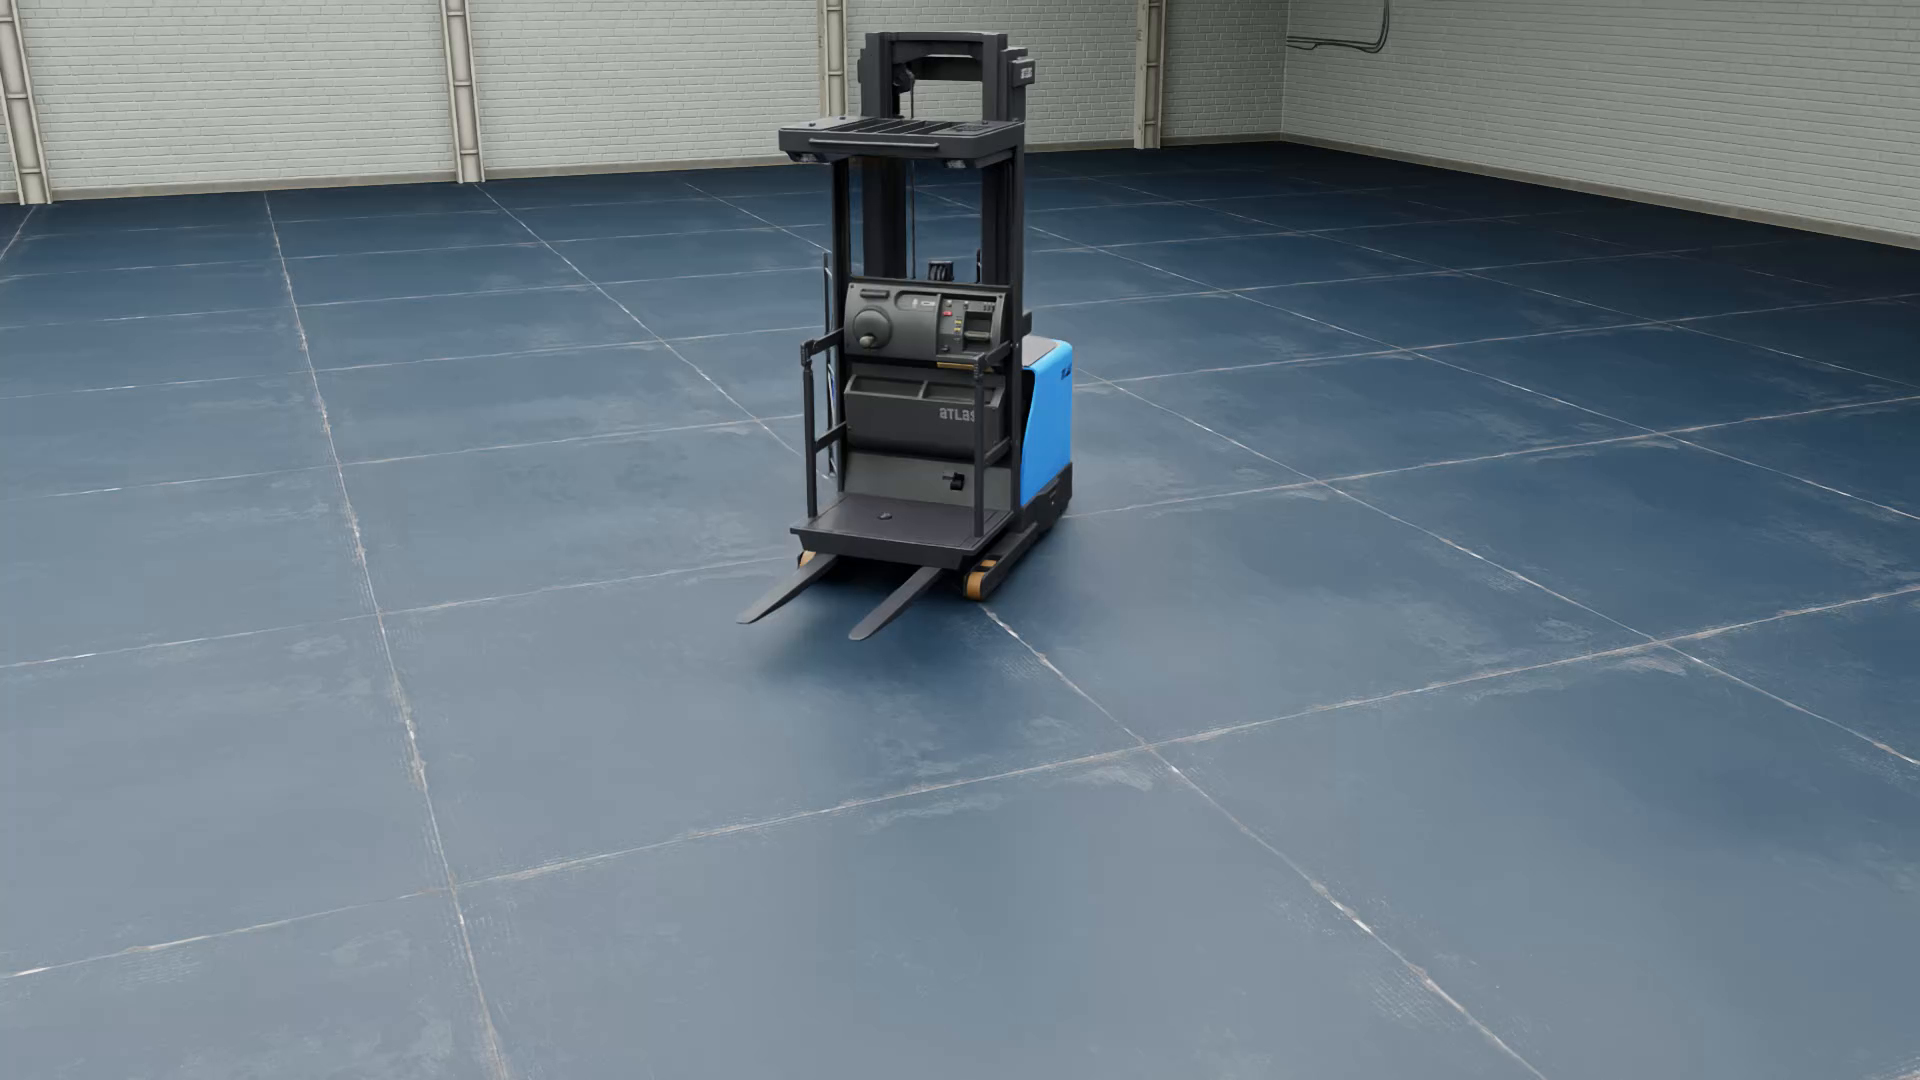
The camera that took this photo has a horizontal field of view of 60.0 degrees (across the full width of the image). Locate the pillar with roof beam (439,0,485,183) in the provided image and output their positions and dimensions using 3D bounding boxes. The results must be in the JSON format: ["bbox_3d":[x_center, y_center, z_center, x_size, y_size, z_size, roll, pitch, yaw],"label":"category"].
[{"bbox_3d":[-5.906,-8.514,20.654,0.400,9.000,9.100,-8,21,-22],"label":"pillar with roof beam"}]

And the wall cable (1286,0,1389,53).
[{"bbox_3d":[6.636,-9.926,29.337,0.112,2.526,3.097,-8,21,-22],"label":"wall cable"}]

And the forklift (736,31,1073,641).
[{"bbox_3d":[-0.271,-1.201,9.021,1.130,2.935,3.031,7,21,19],"label":"forklift"}]

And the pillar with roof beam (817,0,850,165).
[{"bbox_3d":[-0.397,-9.304,22.896,0.400,9.000,9.100,-8,21,-22],"label":"pillar with roof beam"}]

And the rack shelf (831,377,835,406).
[{"bbox_3d":[-0.332,-0.949,11.001,1.000,0.185,0.538,-4,20,-11],"label":"rack shelf"}]

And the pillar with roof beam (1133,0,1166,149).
[{"bbox_3d":[5.112,-10.093,25.138,0.400,9.000,9.100,-8,21,-22],"label":"pillar with roof beam"}]

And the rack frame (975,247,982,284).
[{"bbox_3d":[0.166,-1.153,11.037,0.032,1.500,0.500,-4,20,-11],"label":"rack frame"}]

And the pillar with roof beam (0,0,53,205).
[{"bbox_3d":[-11.416,-7.725,18.413,0.400,9.000,9.100,-8,21,-22],"label":"pillar with roof beam"}]

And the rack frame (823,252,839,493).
[{"bbox_3d":[-0.830,-1.085,10.846,0.032,1.500,0.500,-4,20,-11],"label":"rack frame"}]

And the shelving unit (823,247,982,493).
[{"bbox_3d":[-0.332,-1.119,10.942,1.048,1.500,0.538,-4,20,-11],"label":"shelving unit"}]
